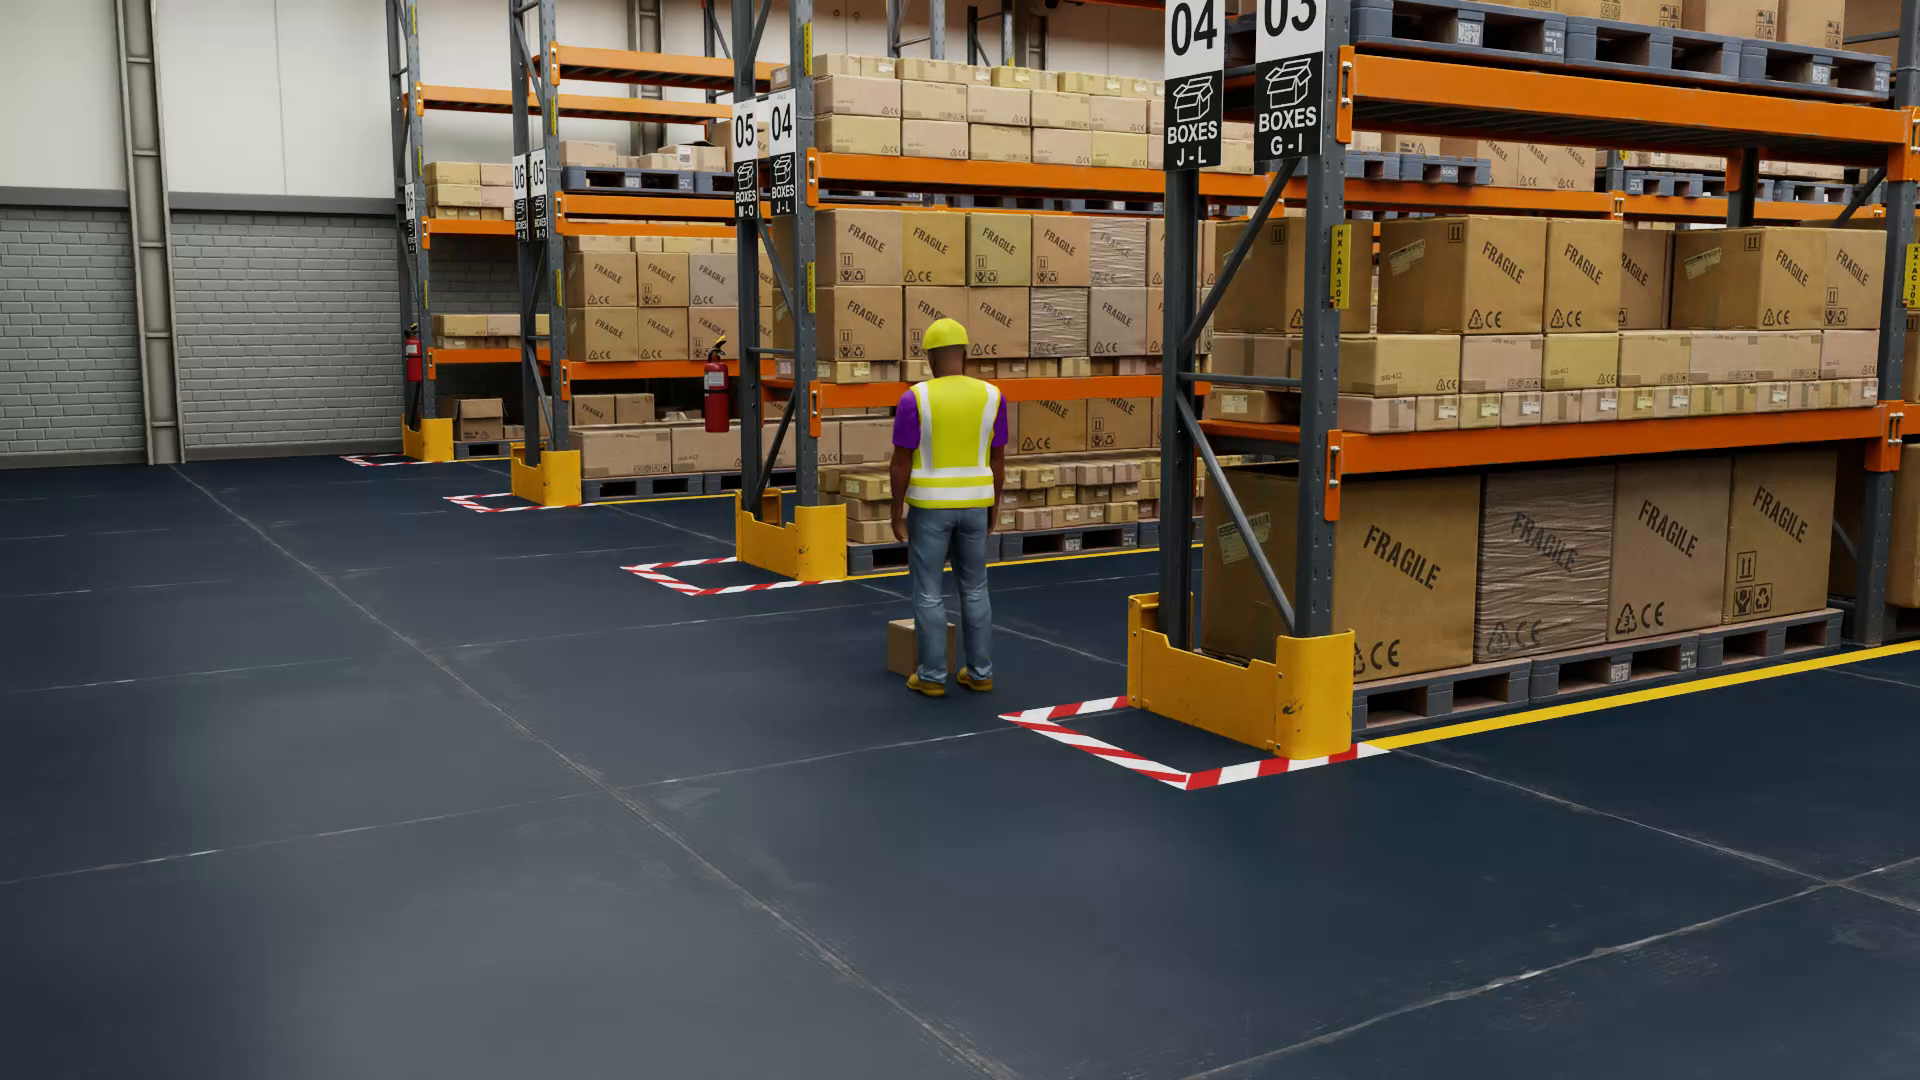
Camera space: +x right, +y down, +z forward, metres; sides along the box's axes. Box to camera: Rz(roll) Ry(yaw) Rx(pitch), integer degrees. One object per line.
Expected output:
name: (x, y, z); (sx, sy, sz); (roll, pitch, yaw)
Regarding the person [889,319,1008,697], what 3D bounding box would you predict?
person: (-0.062, -0.156, 7.843); (0.565, 1.763, 0.365); (-3, 9, -19)
